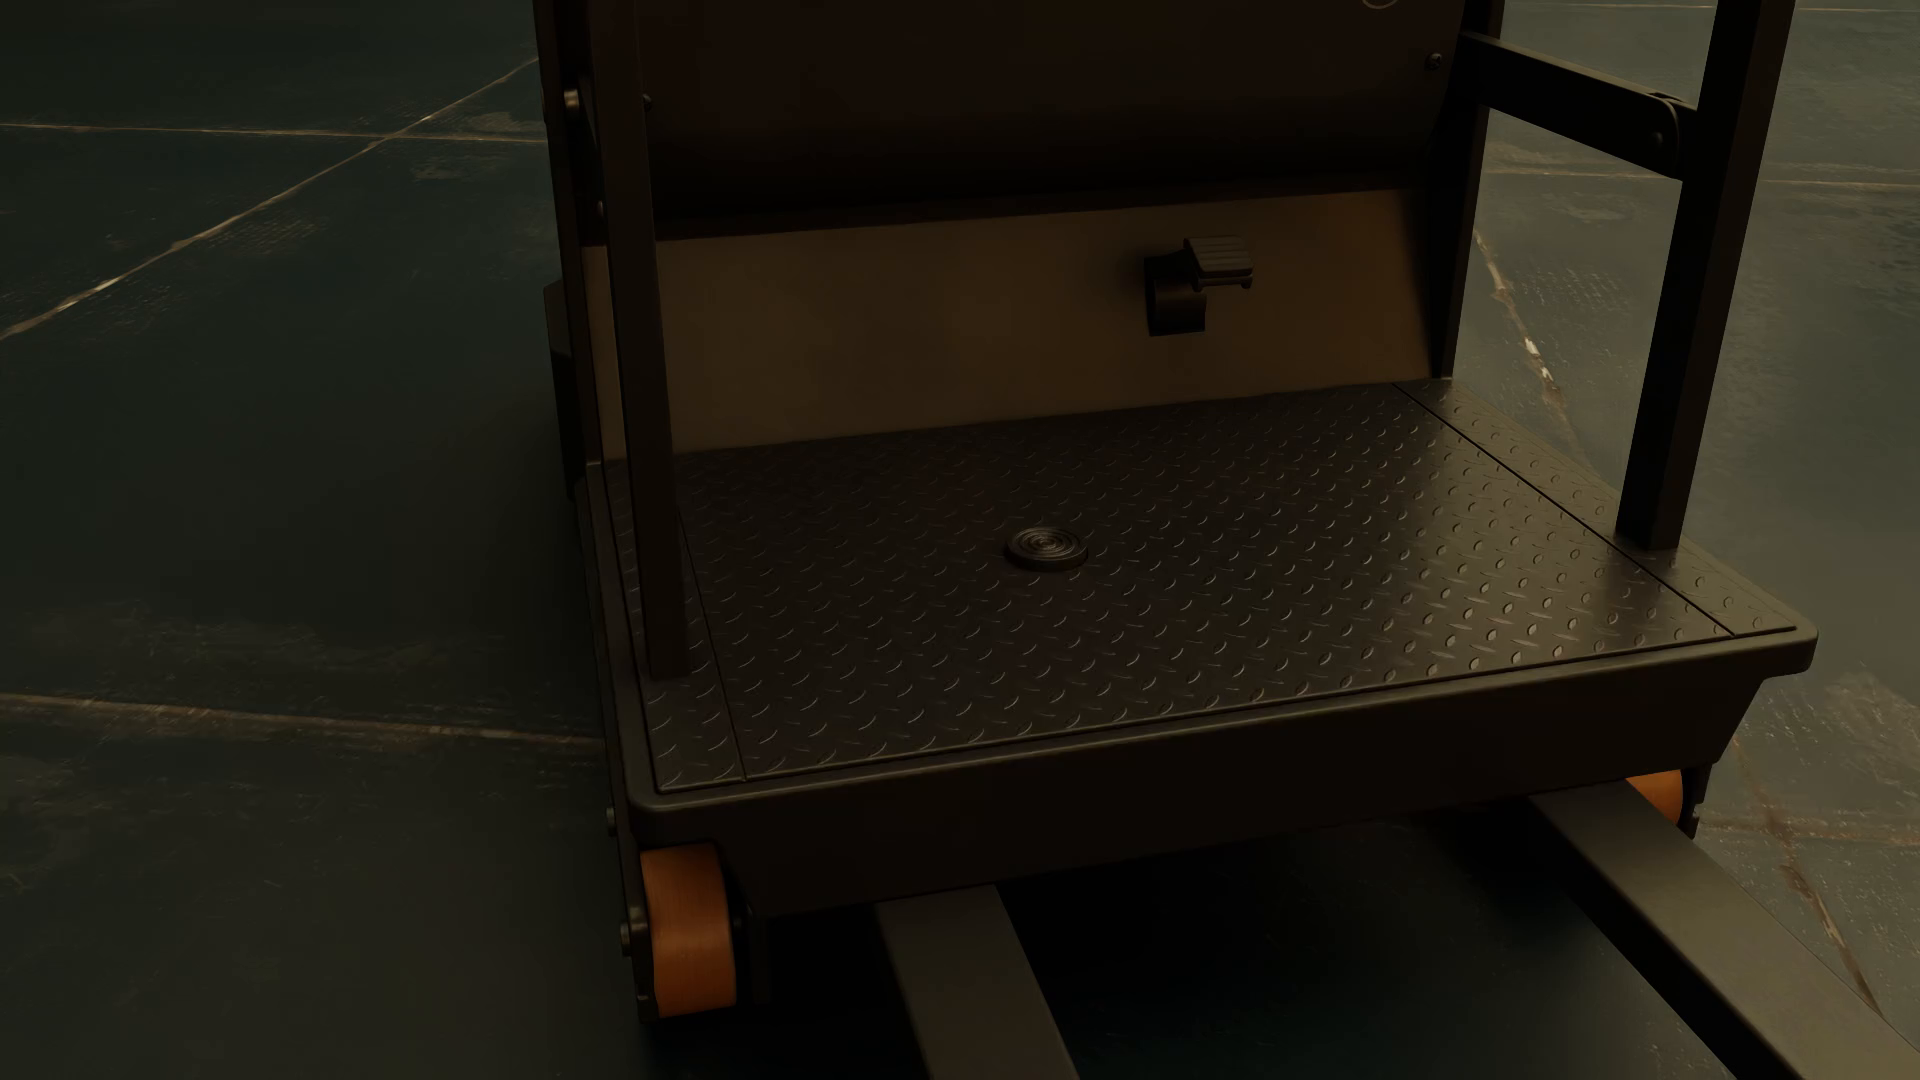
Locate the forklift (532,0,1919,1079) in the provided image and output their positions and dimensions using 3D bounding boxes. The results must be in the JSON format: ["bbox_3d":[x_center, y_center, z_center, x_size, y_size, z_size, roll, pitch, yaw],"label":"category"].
[{"bbox_3d":[0.153,-1.049,1.319,1.130,2.935,3.031,-7,27,-13],"label":"forklift"}]
